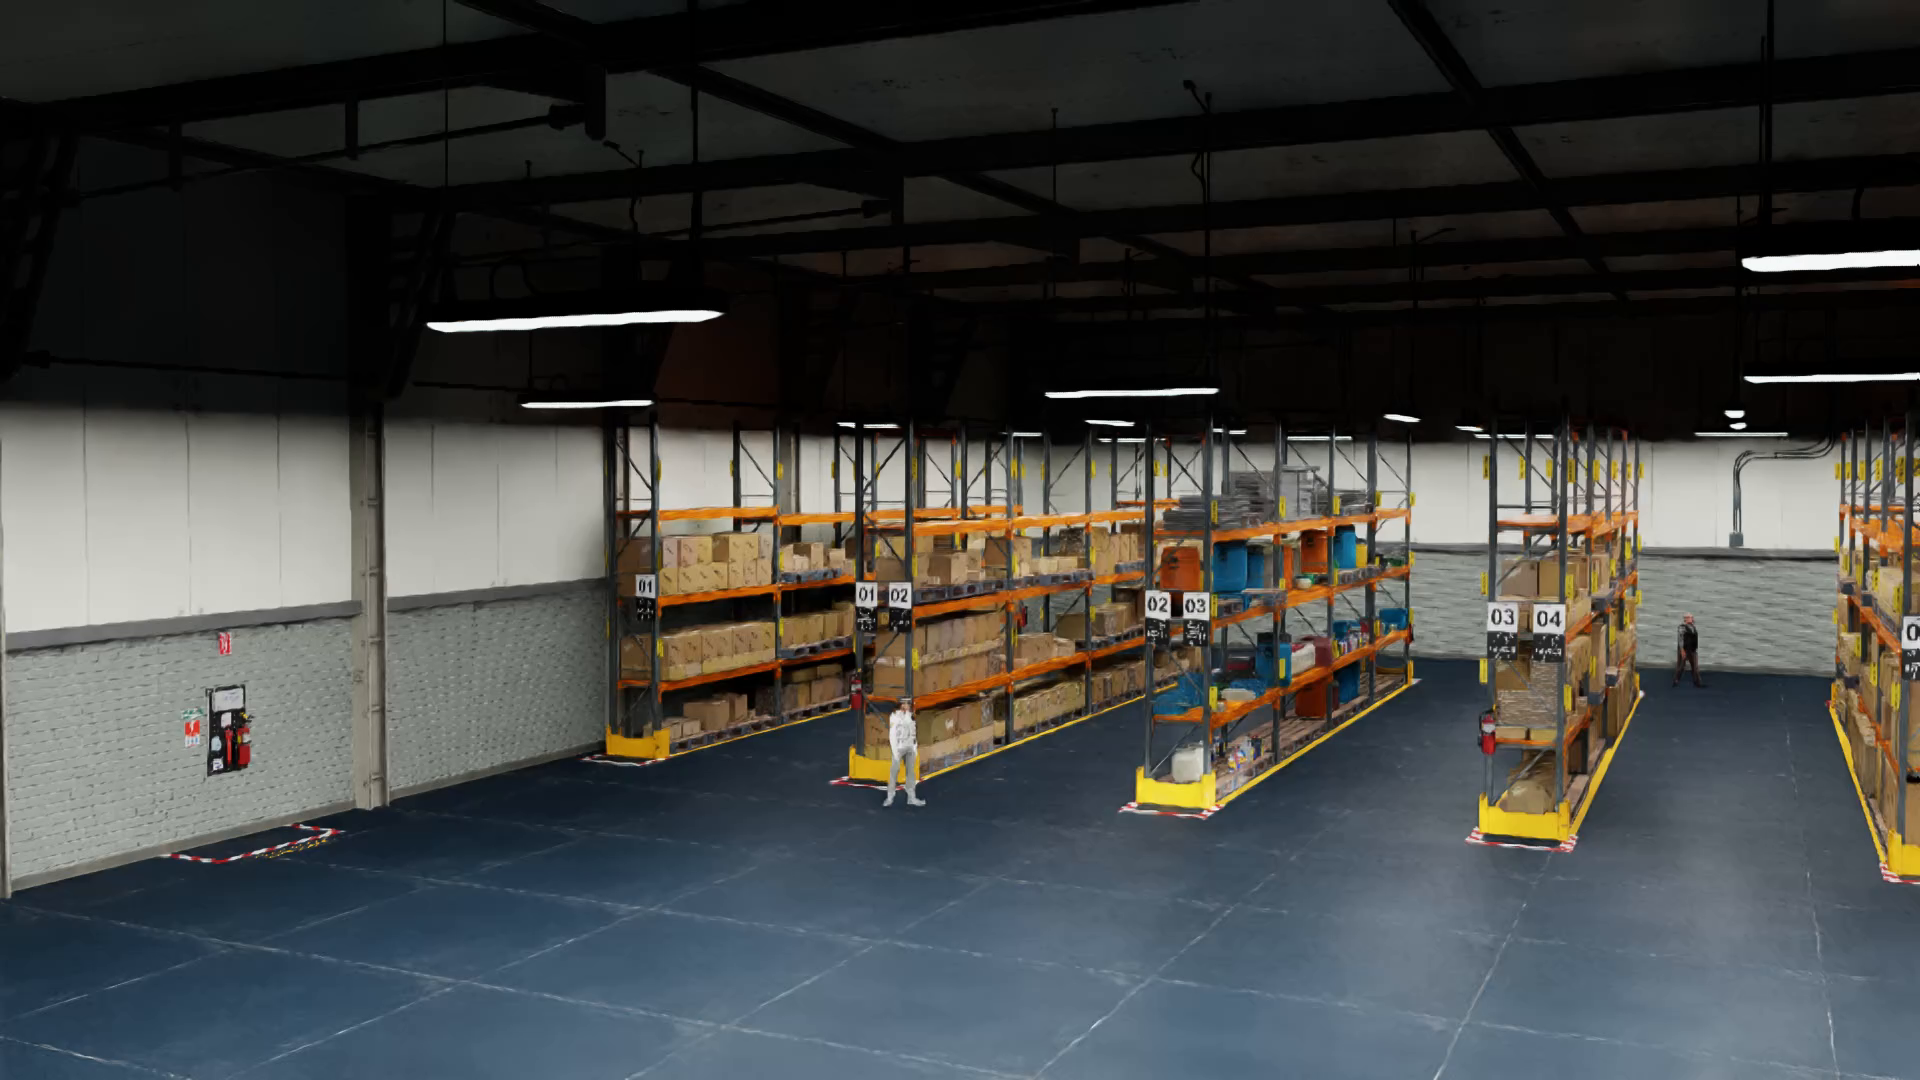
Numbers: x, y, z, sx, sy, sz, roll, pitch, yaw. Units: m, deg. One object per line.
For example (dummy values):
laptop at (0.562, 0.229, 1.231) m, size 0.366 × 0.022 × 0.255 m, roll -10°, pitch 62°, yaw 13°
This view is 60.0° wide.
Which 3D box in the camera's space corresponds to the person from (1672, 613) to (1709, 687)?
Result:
person at (16.745, 2.528, 38.178) m, size 0.733 × 1.709 × 0.566 m, roll -1°, pitch 3°, yaw -27°

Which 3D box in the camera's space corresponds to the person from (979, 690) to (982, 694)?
person at (0.255, 2.732, 33.799) m, size 0.719 × 1.714 × 0.578 m, roll 1°, pitch 3°, yaw 24°

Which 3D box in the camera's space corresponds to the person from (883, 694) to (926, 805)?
person at (-0.859, 3.121, 24.816) m, size 0.571 × 1.676 × 0.475 m, roll -2°, pitch 3°, yaw -38°
